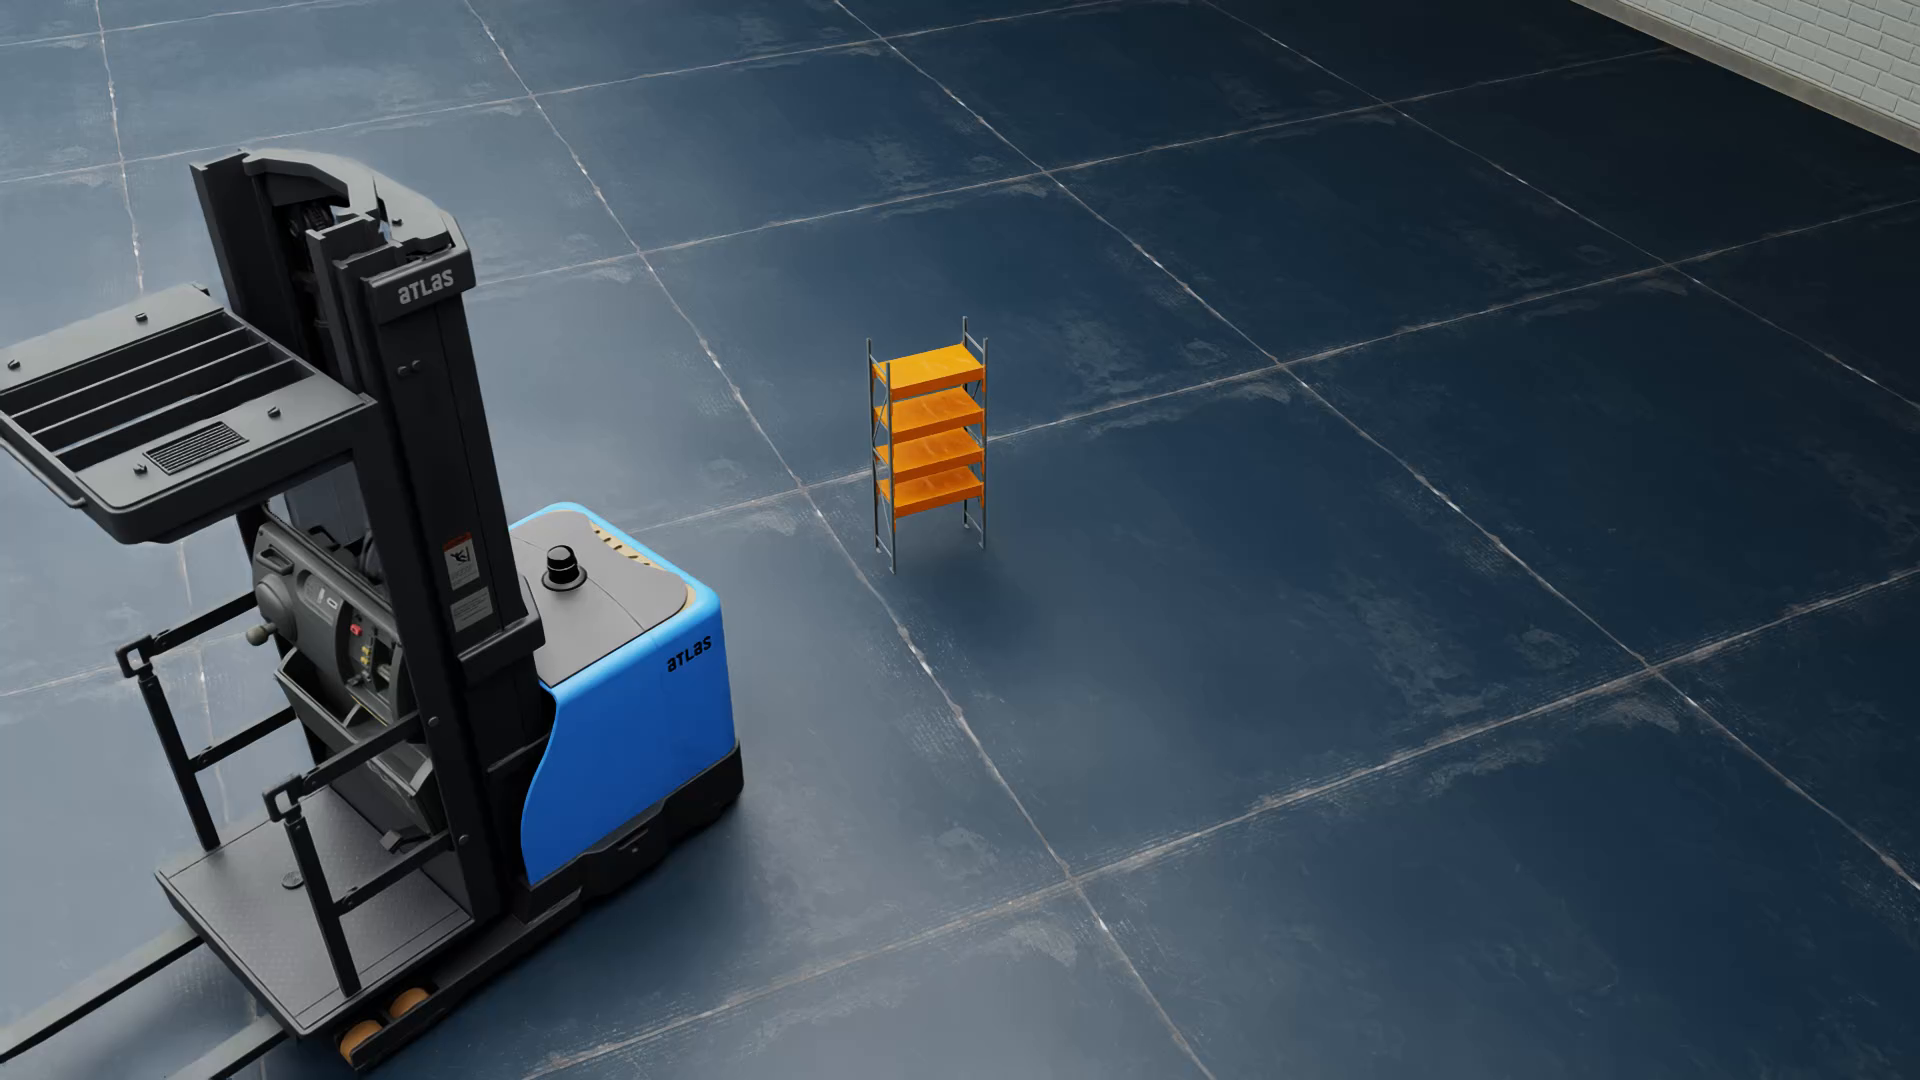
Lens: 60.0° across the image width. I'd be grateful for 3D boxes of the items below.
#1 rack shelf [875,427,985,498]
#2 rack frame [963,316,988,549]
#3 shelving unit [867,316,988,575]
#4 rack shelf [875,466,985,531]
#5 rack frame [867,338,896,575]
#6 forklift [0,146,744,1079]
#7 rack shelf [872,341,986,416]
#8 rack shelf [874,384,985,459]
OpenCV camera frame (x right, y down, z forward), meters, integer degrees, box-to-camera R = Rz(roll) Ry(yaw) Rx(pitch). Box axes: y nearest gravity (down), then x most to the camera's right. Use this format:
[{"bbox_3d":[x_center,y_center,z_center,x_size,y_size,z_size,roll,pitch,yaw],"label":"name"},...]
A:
[{"bbox_3d":[-0.150,-0.386,8.019,0.480,0.148,0.258,-16,39,-20],"label":"rack shelf"},{"bbox_3d":[0.071,-0.502,8.062,0.015,1.200,0.240,-16,39,-20],"label":"rack frame"},{"bbox_3d":[-0.150,-0.440,7.979,0.503,1.200,0.258,-16,39,-20],"label":"shelving unit"},{"bbox_3d":[-0.150,-0.226,8.138,0.480,0.148,0.258,-16,39,-20],"label":"rack shelf"},{"bbox_3d":[-0.371,-0.378,7.896,0.015,1.200,0.240,-16,39,-20],"label":"rack frame"},{"bbox_3d":[-2.268,0.343,5.471,1.130,2.935,3.031,29,45,33],"label":"forklift"},{"bbox_3d":[-0.150,-0.756,7.745,0.480,0.148,0.258,-16,39,-20],"label":"rack shelf"},{"bbox_3d":[-0.150,-0.566,7.886,0.480,0.148,0.258,-16,39,-20],"label":"rack shelf"}]
